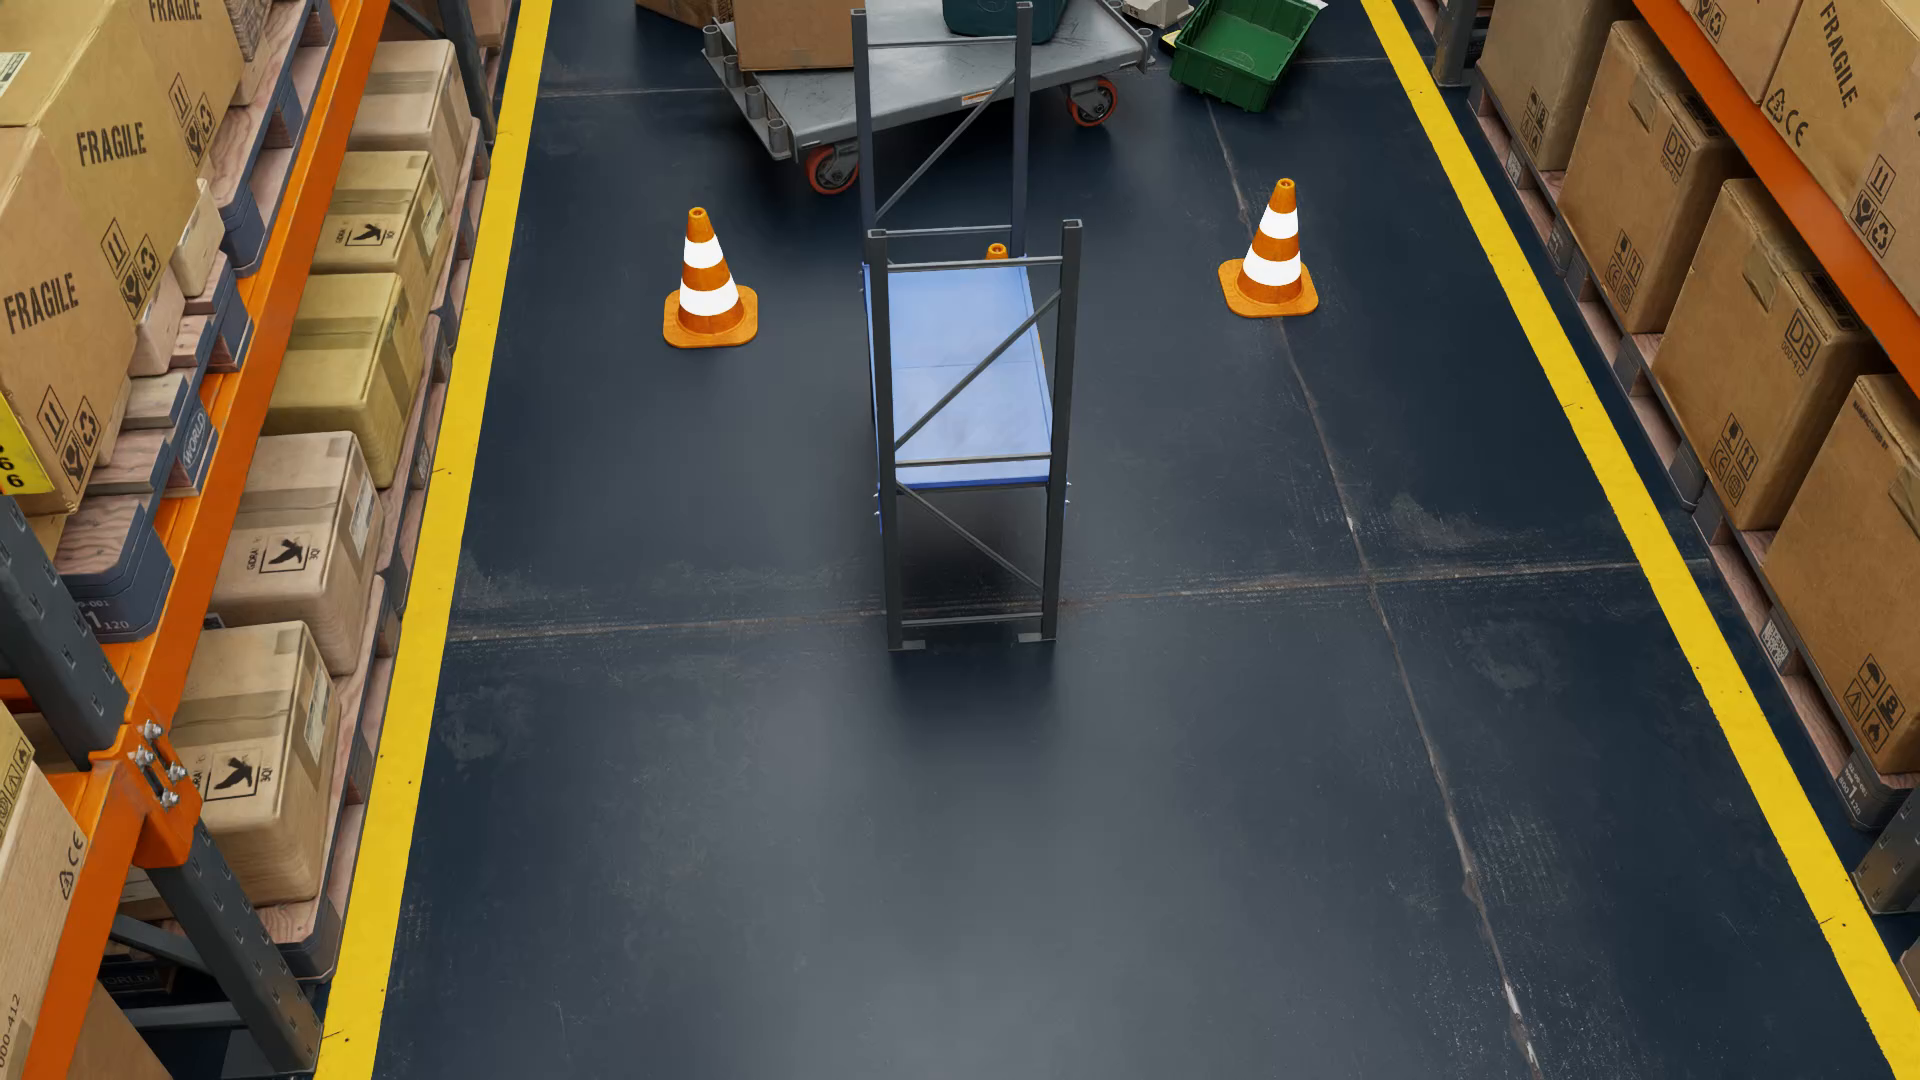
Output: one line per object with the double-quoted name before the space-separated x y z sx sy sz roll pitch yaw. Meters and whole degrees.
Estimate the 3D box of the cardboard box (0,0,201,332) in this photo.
"cardboard box" -1.921 -0.751 3.332 0.500 0.500 0.500 -1 47 -1

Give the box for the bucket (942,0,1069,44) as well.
"bucket" 0.217 -2.377 6.643 0.726 0.611 0.620 11 58 10

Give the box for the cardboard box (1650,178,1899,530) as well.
"cardboard box" 2.823 -0.577 4.990 1.050 0.750 0.750 -3 47 -3

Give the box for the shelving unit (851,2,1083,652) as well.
"shelving unit" -0.007 -0.577 4.764 0.538 1.500 1.048 -3 47 -3

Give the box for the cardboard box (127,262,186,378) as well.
"cardboard box" -1.873 -0.465 3.508 0.380 0.149 0.250 -6 47 -6

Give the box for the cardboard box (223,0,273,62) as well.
"cardboard box" -2.007 -1.497 4.039 0.500 0.500 0.500 -5 47 -5

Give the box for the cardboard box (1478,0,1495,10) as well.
"cardboard box" 2.543 -2.894 7.099 0.875 0.875 0.875 -3 47 -3

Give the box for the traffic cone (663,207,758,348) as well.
"traffic cone" -0.900 -0.963 5.843 0.336 0.463 0.334 -3 47 -3

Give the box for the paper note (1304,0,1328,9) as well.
"paper note" 1.567 -2.432 7.532 0.147 0.020 0.142 -36 56 -29

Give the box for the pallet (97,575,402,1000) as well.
"pallet" -2.128 0.640 4.498 1.003 0.211 1.213 -3 47 -3

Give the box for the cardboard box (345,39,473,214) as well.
"cardboard box" -2.352 -1.509 6.134 0.950 0.372 0.625 -3 47 -3

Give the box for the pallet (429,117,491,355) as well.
"pallet" -2.332 -1.125 6.170 1.003 0.211 1.213 -3 47 -3

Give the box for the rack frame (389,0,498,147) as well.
"rack frame" -2.398 -2.647 5.691 1.000 3.000 0.127 -3 47 -3

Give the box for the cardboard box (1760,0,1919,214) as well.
"cardboard box" 2.473 -1.194 4.246 0.500 0.500 0.500 -4 47 -4

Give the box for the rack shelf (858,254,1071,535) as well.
"rack shelf" -0.007 -0.454 4.895 0.538 0.185 1.000 -3 47 -3

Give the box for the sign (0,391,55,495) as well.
"sign" -1.511 -0.188 2.564 0.100 0.325 0.005 -3 47 -3

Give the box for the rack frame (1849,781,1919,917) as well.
"rack frame" 2.861 -0.127 3.305 1.000 3.000 0.127 -3 47 -3

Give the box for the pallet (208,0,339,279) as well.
"pallet" -2.270 -1.117 4.374 1.003 0.211 1.213 -3 47 -3

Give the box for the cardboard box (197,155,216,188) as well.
"cardboard box" -1.973 -0.835 3.859 0.380 0.149 0.250 -1 47 -1

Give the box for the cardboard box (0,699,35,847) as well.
"cardboard box" -1.770 0.461 2.506 0.500 0.250 0.500 -4 47 -3

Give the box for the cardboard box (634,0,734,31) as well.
"cardboard box" -1.132 -2.647 7.411 0.500 0.500 0.500 27 52 23

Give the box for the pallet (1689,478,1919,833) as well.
"pallet" 2.870 0.257 4.862 1.003 0.211 1.213 -3 47 -3

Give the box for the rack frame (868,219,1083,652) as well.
"rack frame" 0.035 -0.210 4.416 0.500 1.500 0.032 -3 47 -3

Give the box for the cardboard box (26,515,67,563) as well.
"cardboard box" -1.906 -0.058 3.123 0.380 0.149 0.250 -6 47 -6

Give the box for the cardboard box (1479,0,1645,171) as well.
"cardboard box" 2.667 -1.949 6.290 1.050 0.750 0.750 -4 47 -3

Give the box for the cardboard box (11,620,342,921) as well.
"cardboard box" -2.101 0.596 4.140 0.950 0.372 0.625 -6 47 -6

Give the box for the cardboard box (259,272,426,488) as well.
"cardboard box" -2.229 -0.486 5.165 0.950 0.372 0.625 -2 47 -2

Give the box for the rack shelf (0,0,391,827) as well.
"rack shelf" -2.231 -0.953 4.582 1.077 0.370 4.000 -3 47 -3

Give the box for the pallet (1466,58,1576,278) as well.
"pallet" 2.665 -1.509 6.534 1.003 0.211 1.213 -3 47 -3

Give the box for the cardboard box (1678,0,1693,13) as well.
"cardboard box" 2.384 -1.932 4.945 0.500 0.500 0.500 -4 47 -4

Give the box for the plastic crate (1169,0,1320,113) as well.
"plastic crate" 1.206 -2.120 7.089 0.450 0.188 0.662 25 51 9
